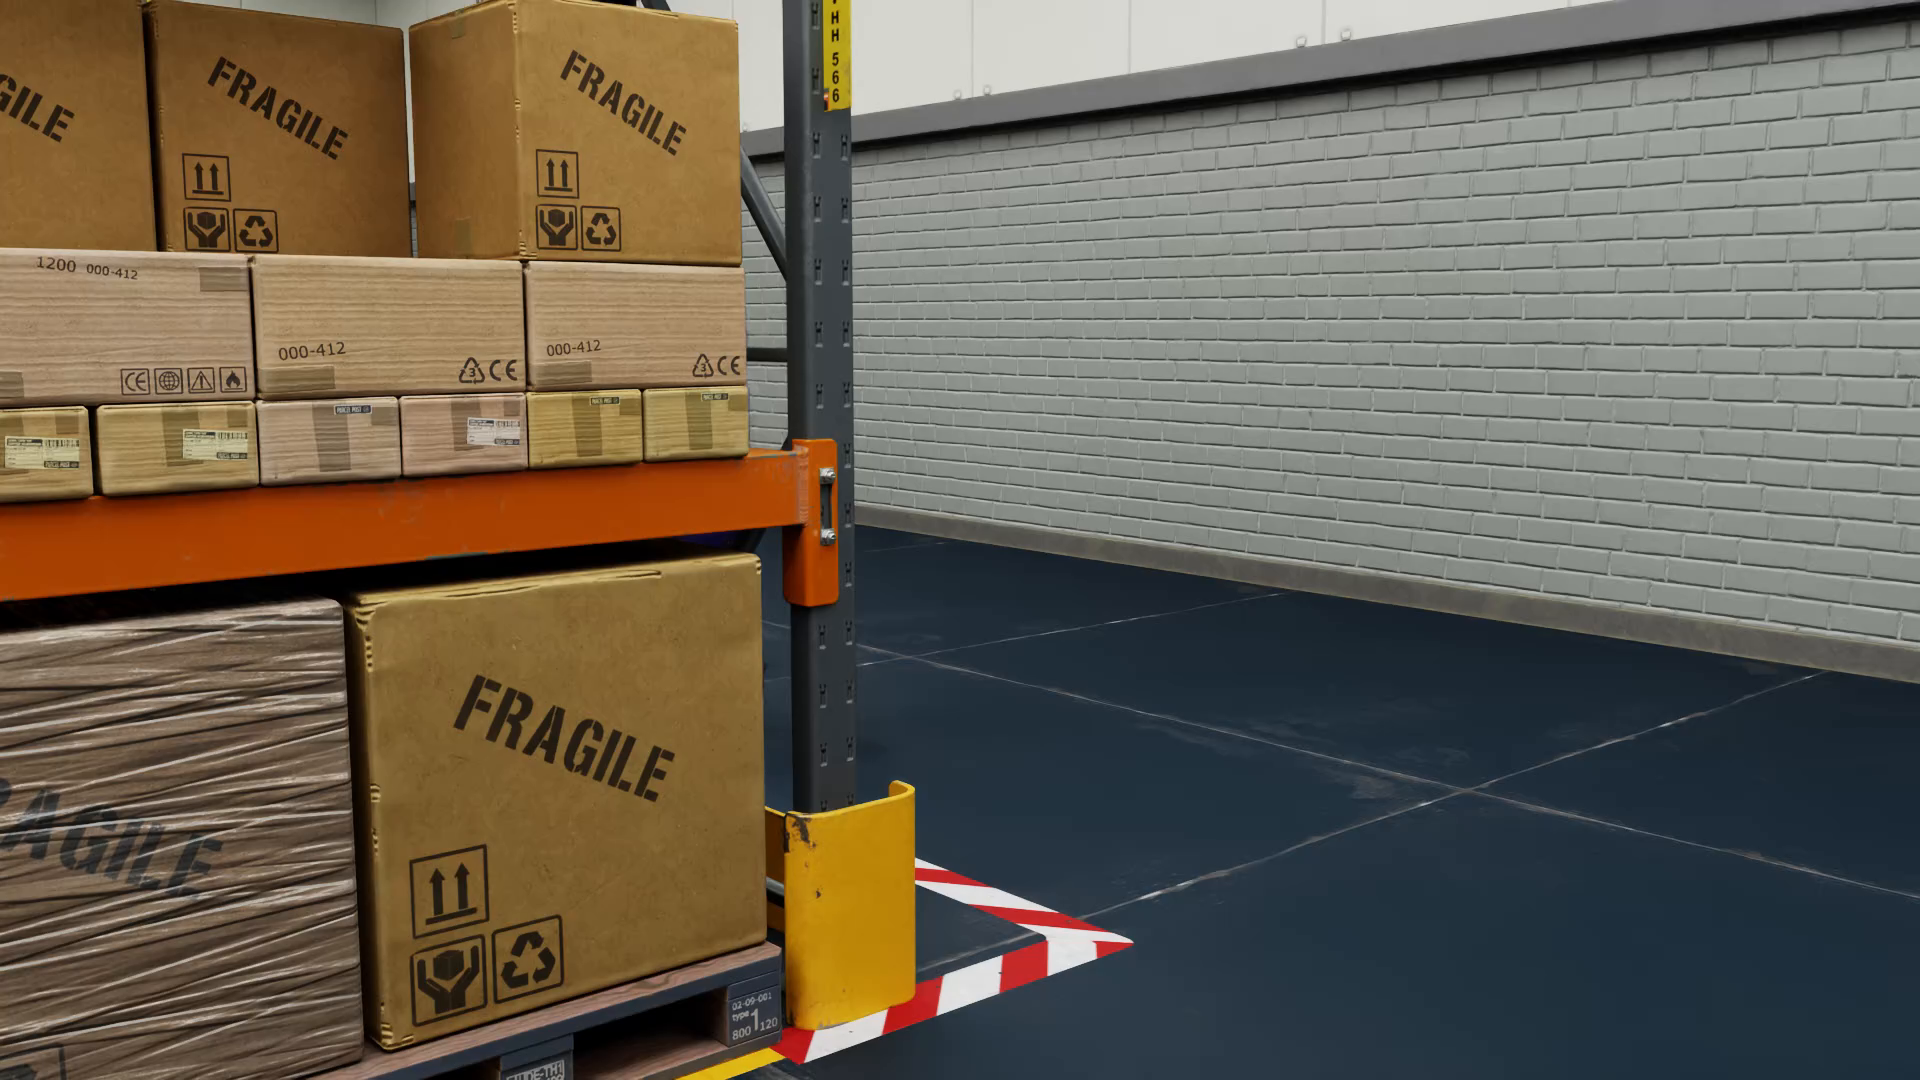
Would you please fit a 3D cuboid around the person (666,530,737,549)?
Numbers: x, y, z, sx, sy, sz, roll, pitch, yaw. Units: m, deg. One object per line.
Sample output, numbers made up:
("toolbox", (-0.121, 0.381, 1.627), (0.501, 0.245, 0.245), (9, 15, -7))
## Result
("person", (-1.064, -0.070, 6.343), (0.450, 1.671, 0.492), (1, 8, 8))
